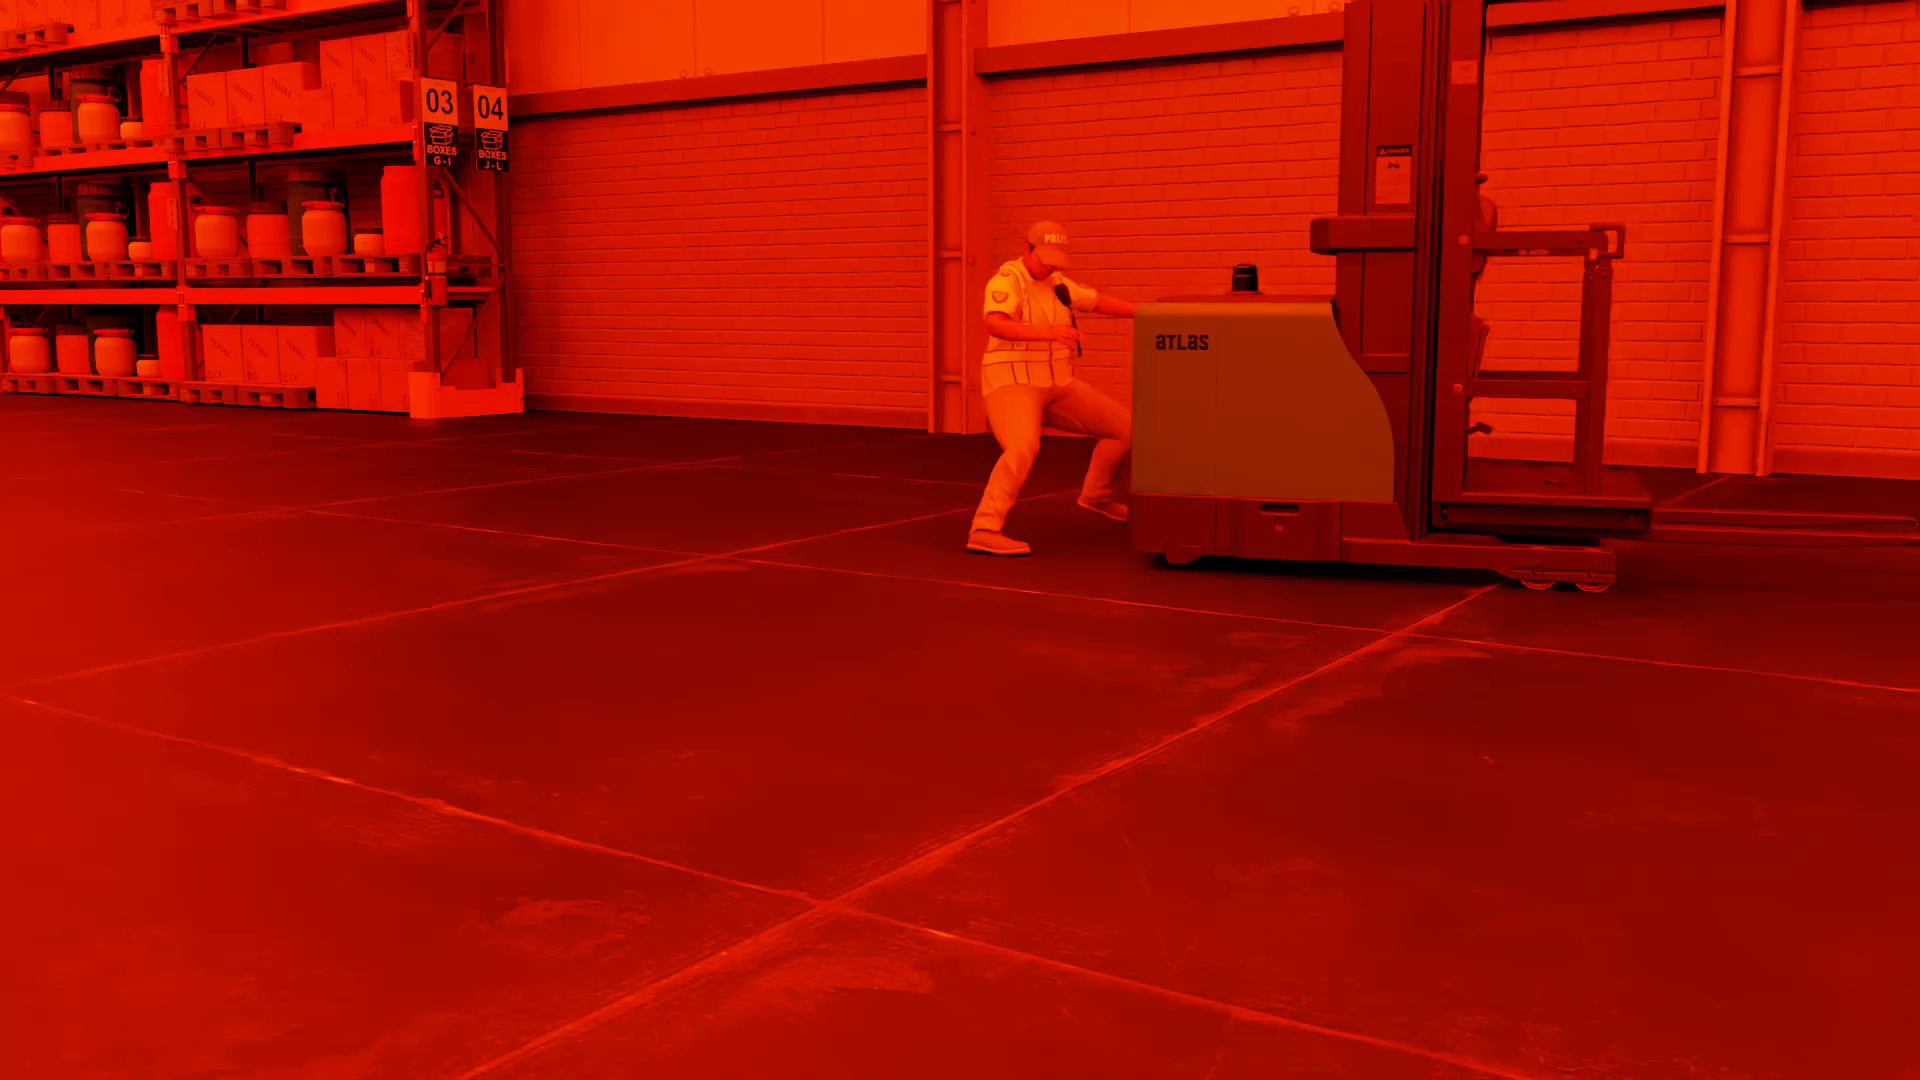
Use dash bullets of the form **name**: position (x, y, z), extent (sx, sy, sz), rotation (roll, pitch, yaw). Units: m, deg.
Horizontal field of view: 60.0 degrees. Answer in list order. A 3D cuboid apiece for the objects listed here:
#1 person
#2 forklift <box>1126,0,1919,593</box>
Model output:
- **person**: position (0.447, -0.723, 7.567), extent (1.202, 1.441, 0.661), rotation (-7, 10, -39)
- **forklift**: position (2.259, -1.337, 6.597), extent (3.031, 2.935, 1.130), rotation (3, 8, 18)
